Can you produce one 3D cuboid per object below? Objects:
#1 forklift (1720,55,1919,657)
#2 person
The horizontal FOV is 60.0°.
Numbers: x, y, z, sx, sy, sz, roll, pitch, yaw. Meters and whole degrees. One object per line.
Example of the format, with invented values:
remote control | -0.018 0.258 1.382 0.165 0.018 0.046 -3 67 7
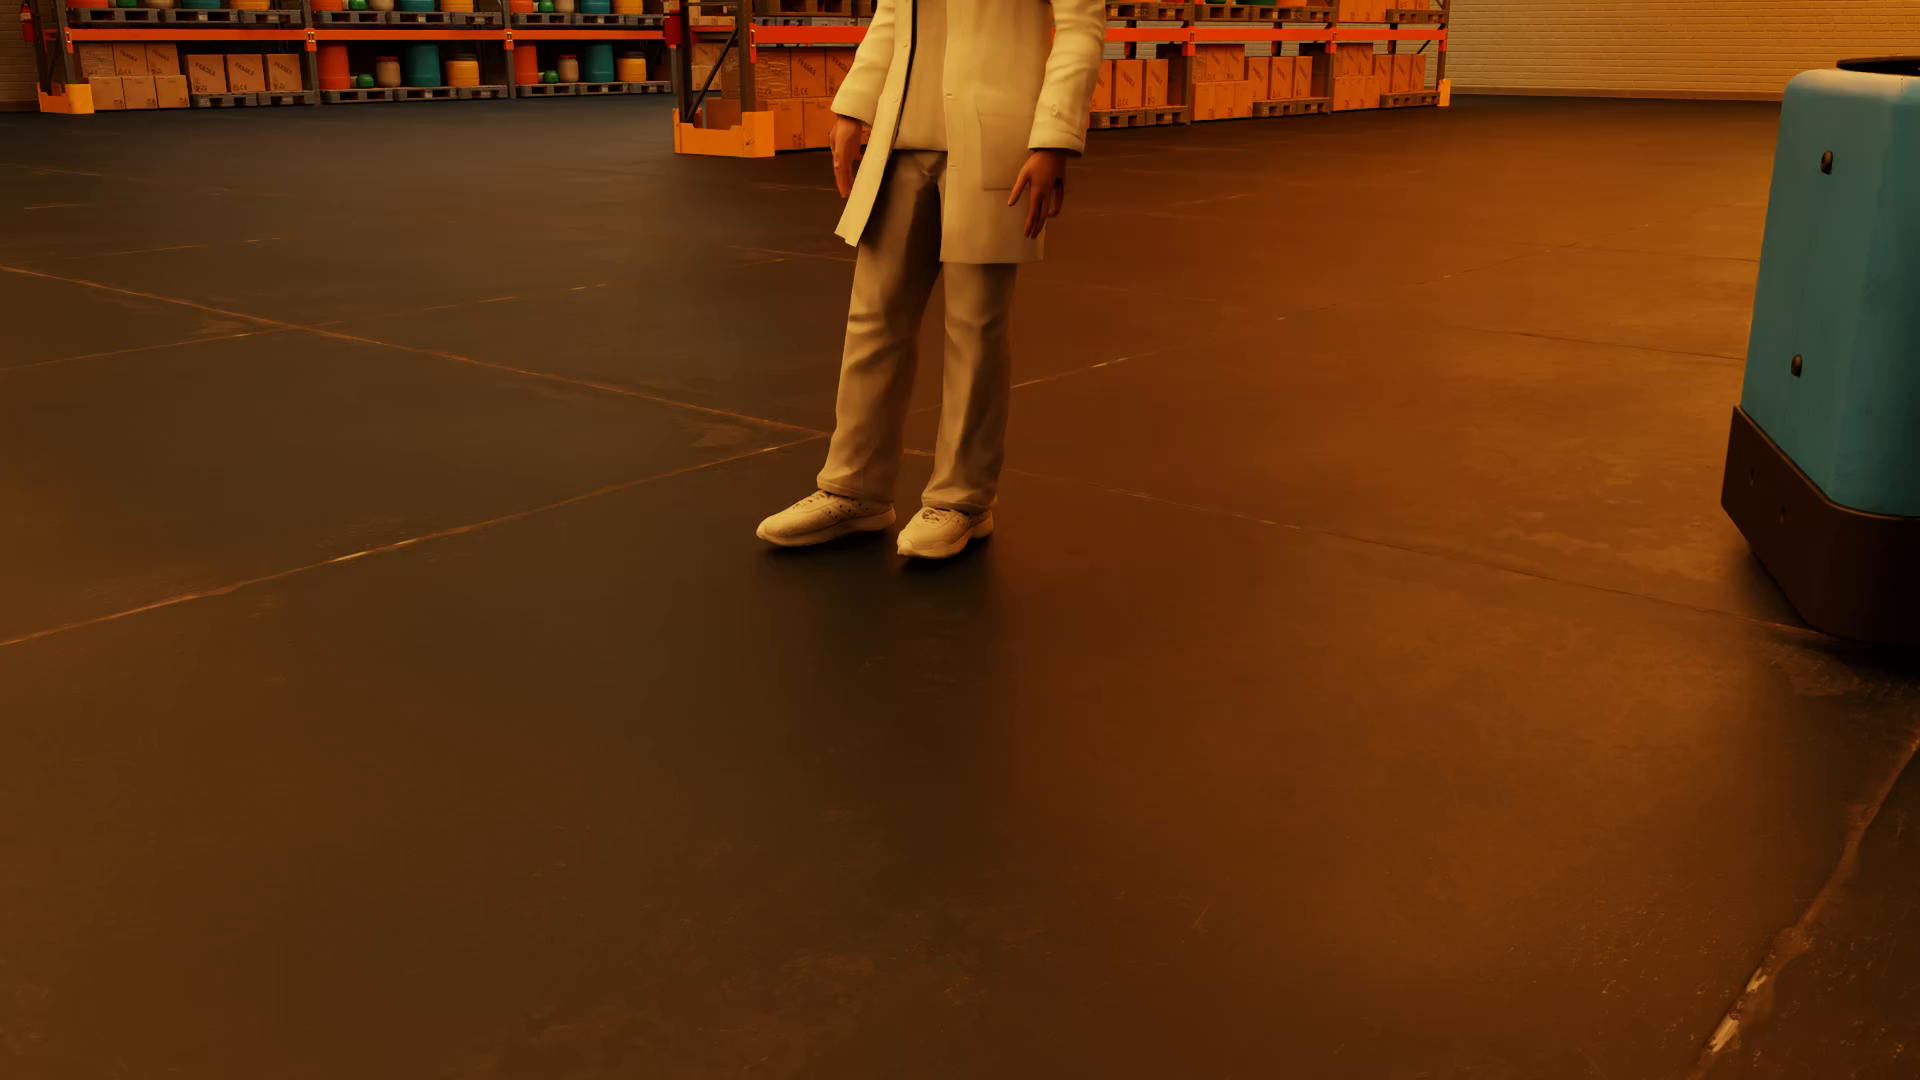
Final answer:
forklift | 3.189 -1.194 2.829 3.031 2.935 1.130 4 17 13
person | -0.061 -0.838 3.618 0.694 1.775 0.581 13 21 37
